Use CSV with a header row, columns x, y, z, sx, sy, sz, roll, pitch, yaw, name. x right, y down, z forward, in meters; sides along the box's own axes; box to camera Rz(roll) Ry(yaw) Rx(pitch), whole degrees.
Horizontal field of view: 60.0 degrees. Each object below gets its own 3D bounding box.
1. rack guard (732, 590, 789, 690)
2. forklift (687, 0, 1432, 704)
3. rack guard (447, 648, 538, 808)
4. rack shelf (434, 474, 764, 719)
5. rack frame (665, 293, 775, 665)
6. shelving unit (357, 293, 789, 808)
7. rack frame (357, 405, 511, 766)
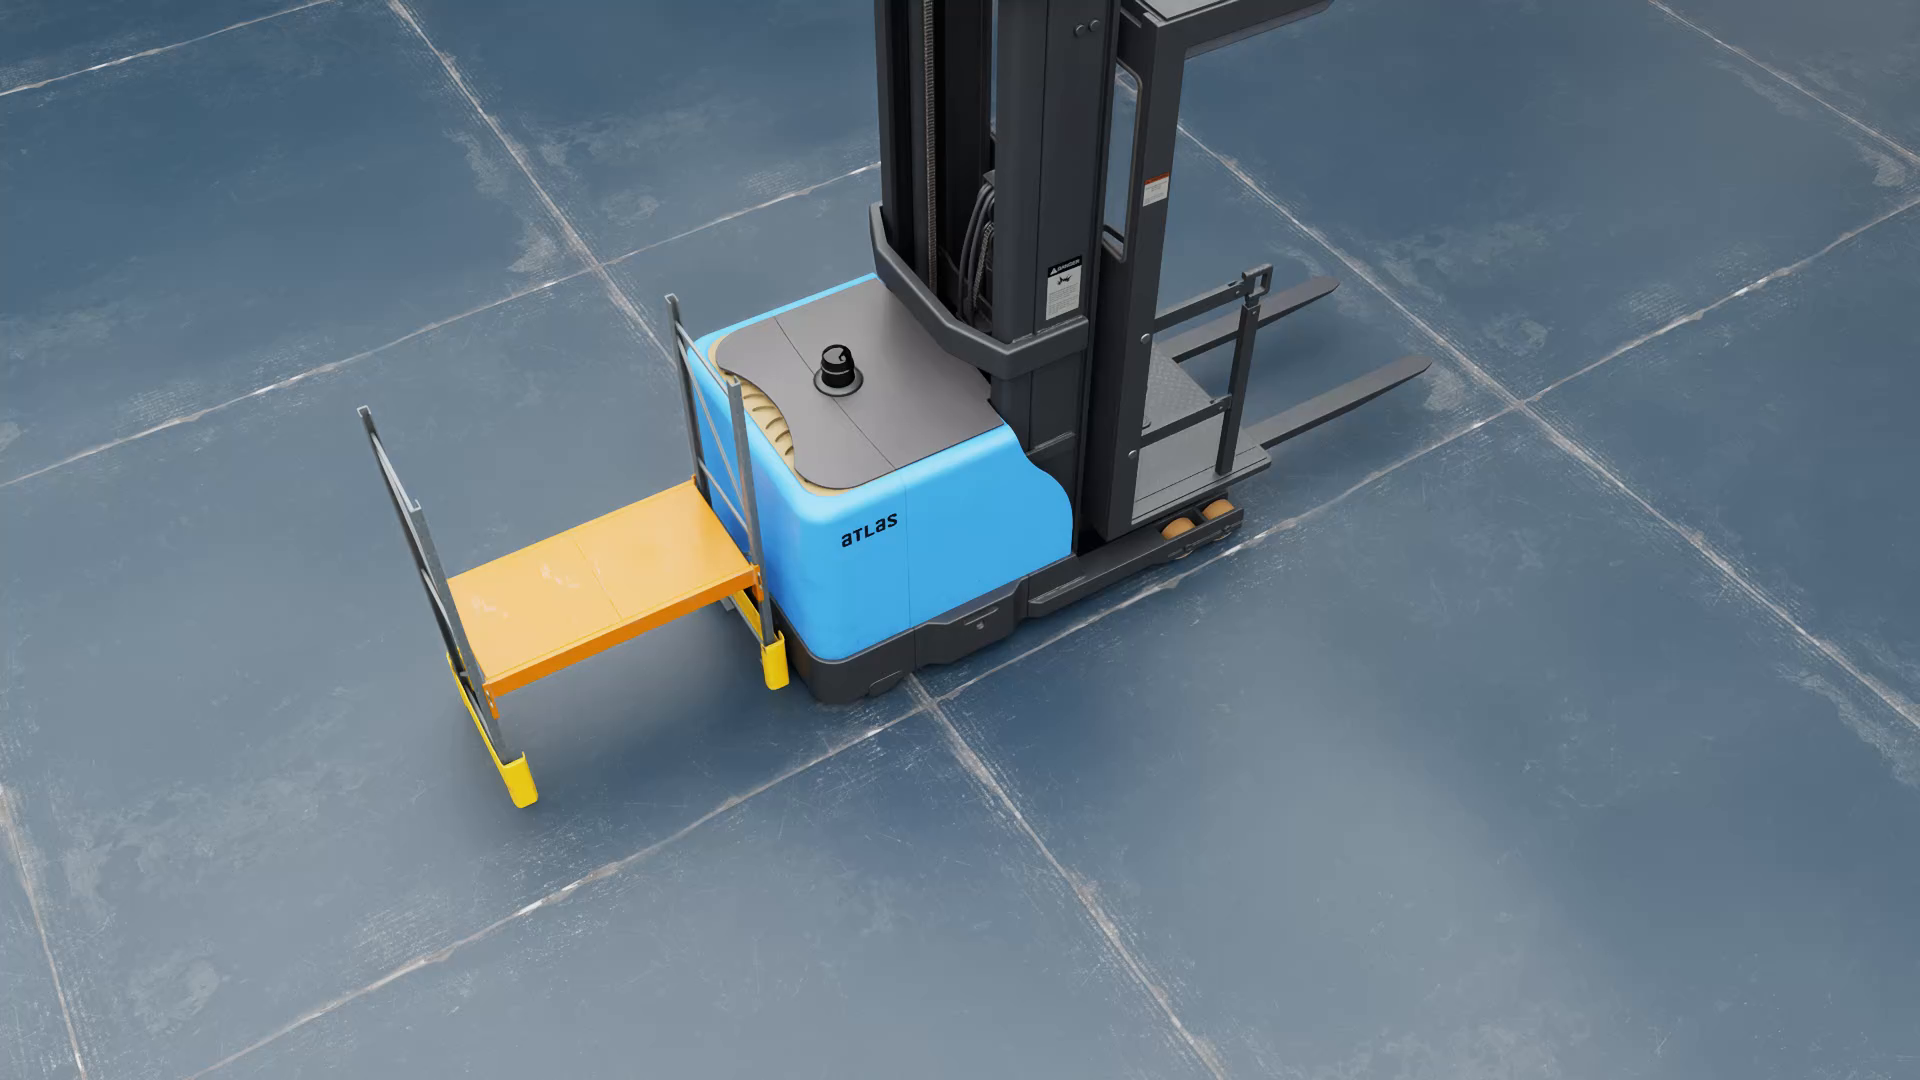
x,y,z,sx,sy,sz,roll,pitch,yaw,name
-0.817,0.278,6.280,0.087,0.250,0.587,-24,53,-20,rack guard
0.541,-1.217,5.816,3.031,2.935,1.130,-24,53,-20,forklift
-1.670,0.663,5.938,0.087,0.250,0.587,-24,53,-20,rack guard
-1.252,0.178,5.773,1.000,0.185,0.538,-24,53,-20,rack shelf
-0.816,-0.138,5.814,0.032,1.500,0.500,-24,53,-20,rack frame
-1.244,0.055,5.642,1.083,1.500,0.587,-24,53,-20,shelving unit
-1.687,0.254,5.465,0.032,1.500,0.500,-24,53,-20,rack frame
